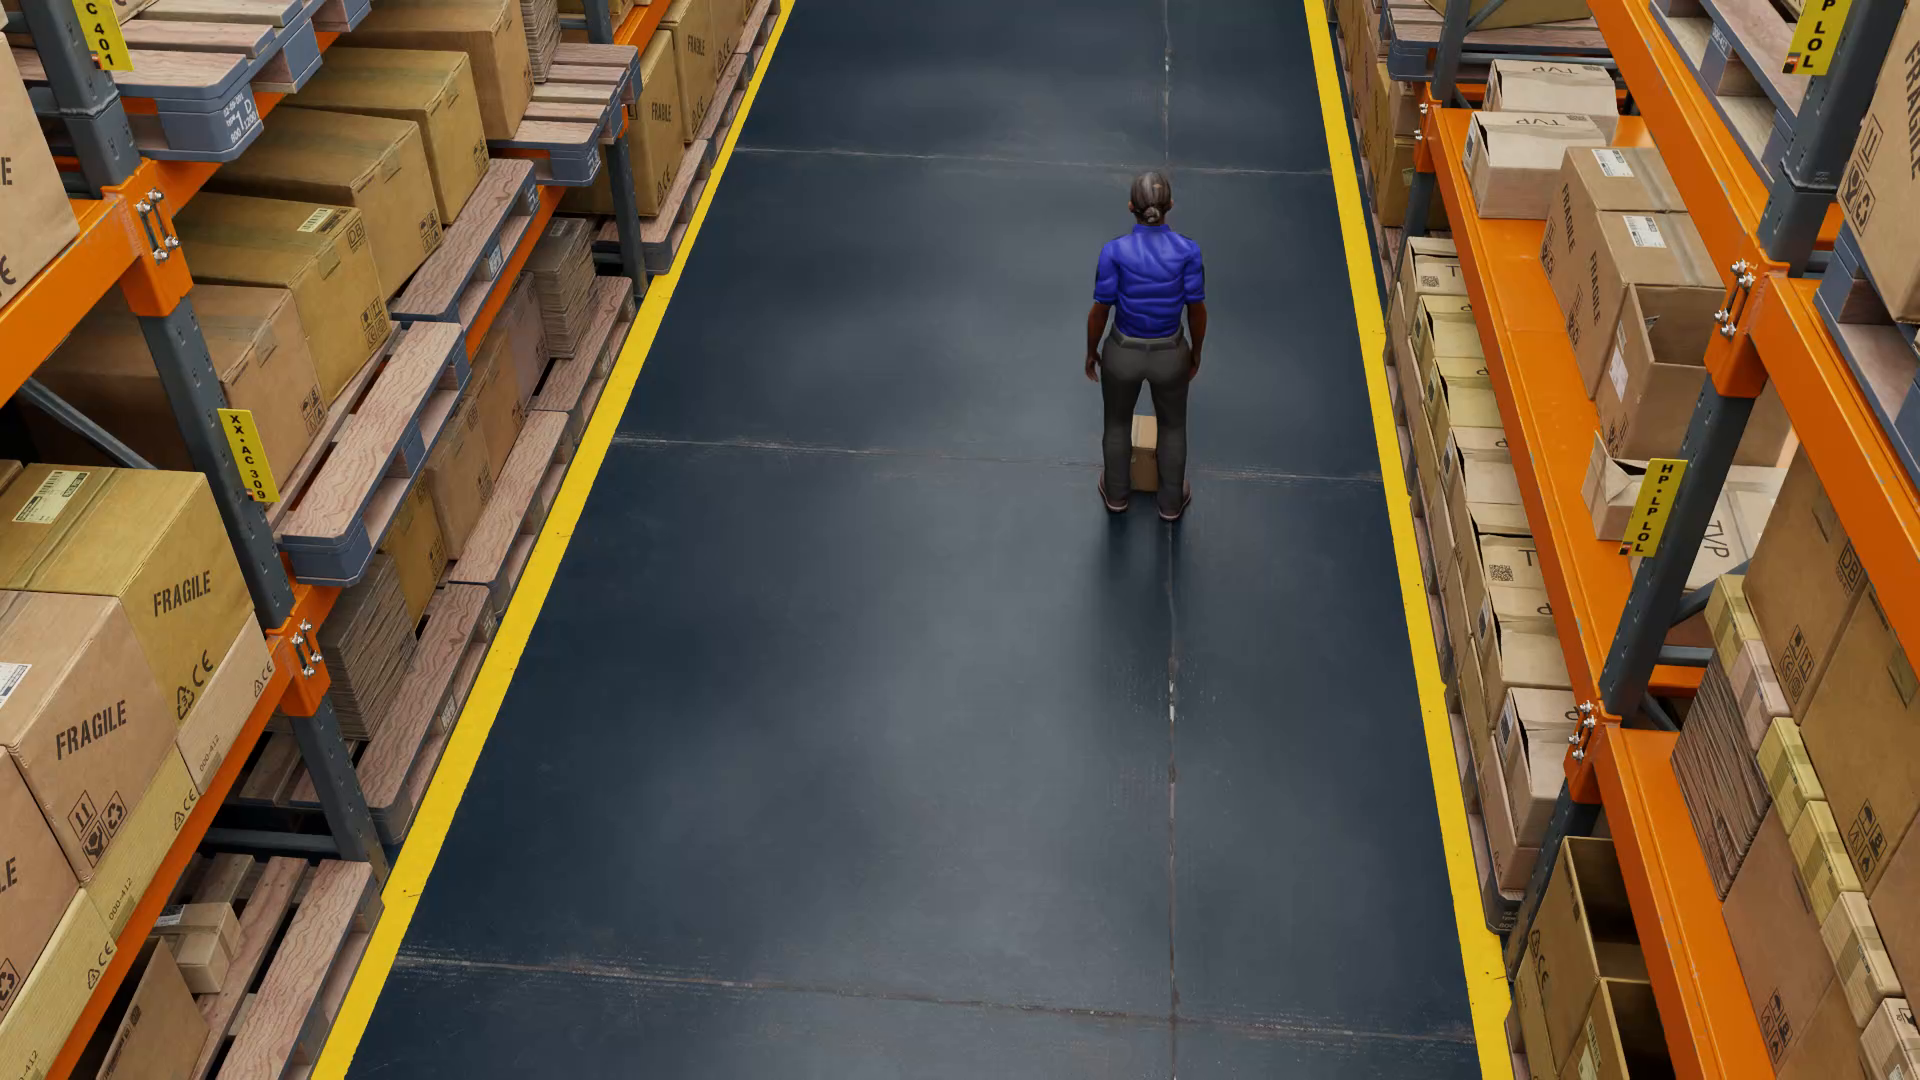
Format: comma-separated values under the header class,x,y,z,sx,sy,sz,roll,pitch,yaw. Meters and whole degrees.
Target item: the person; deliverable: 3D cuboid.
class,x,y,z,sx,sy,sz,roll,pitch,yaw
person,0.799,-0.806,7.112,0.531,1.654,0.402,1,40,1
